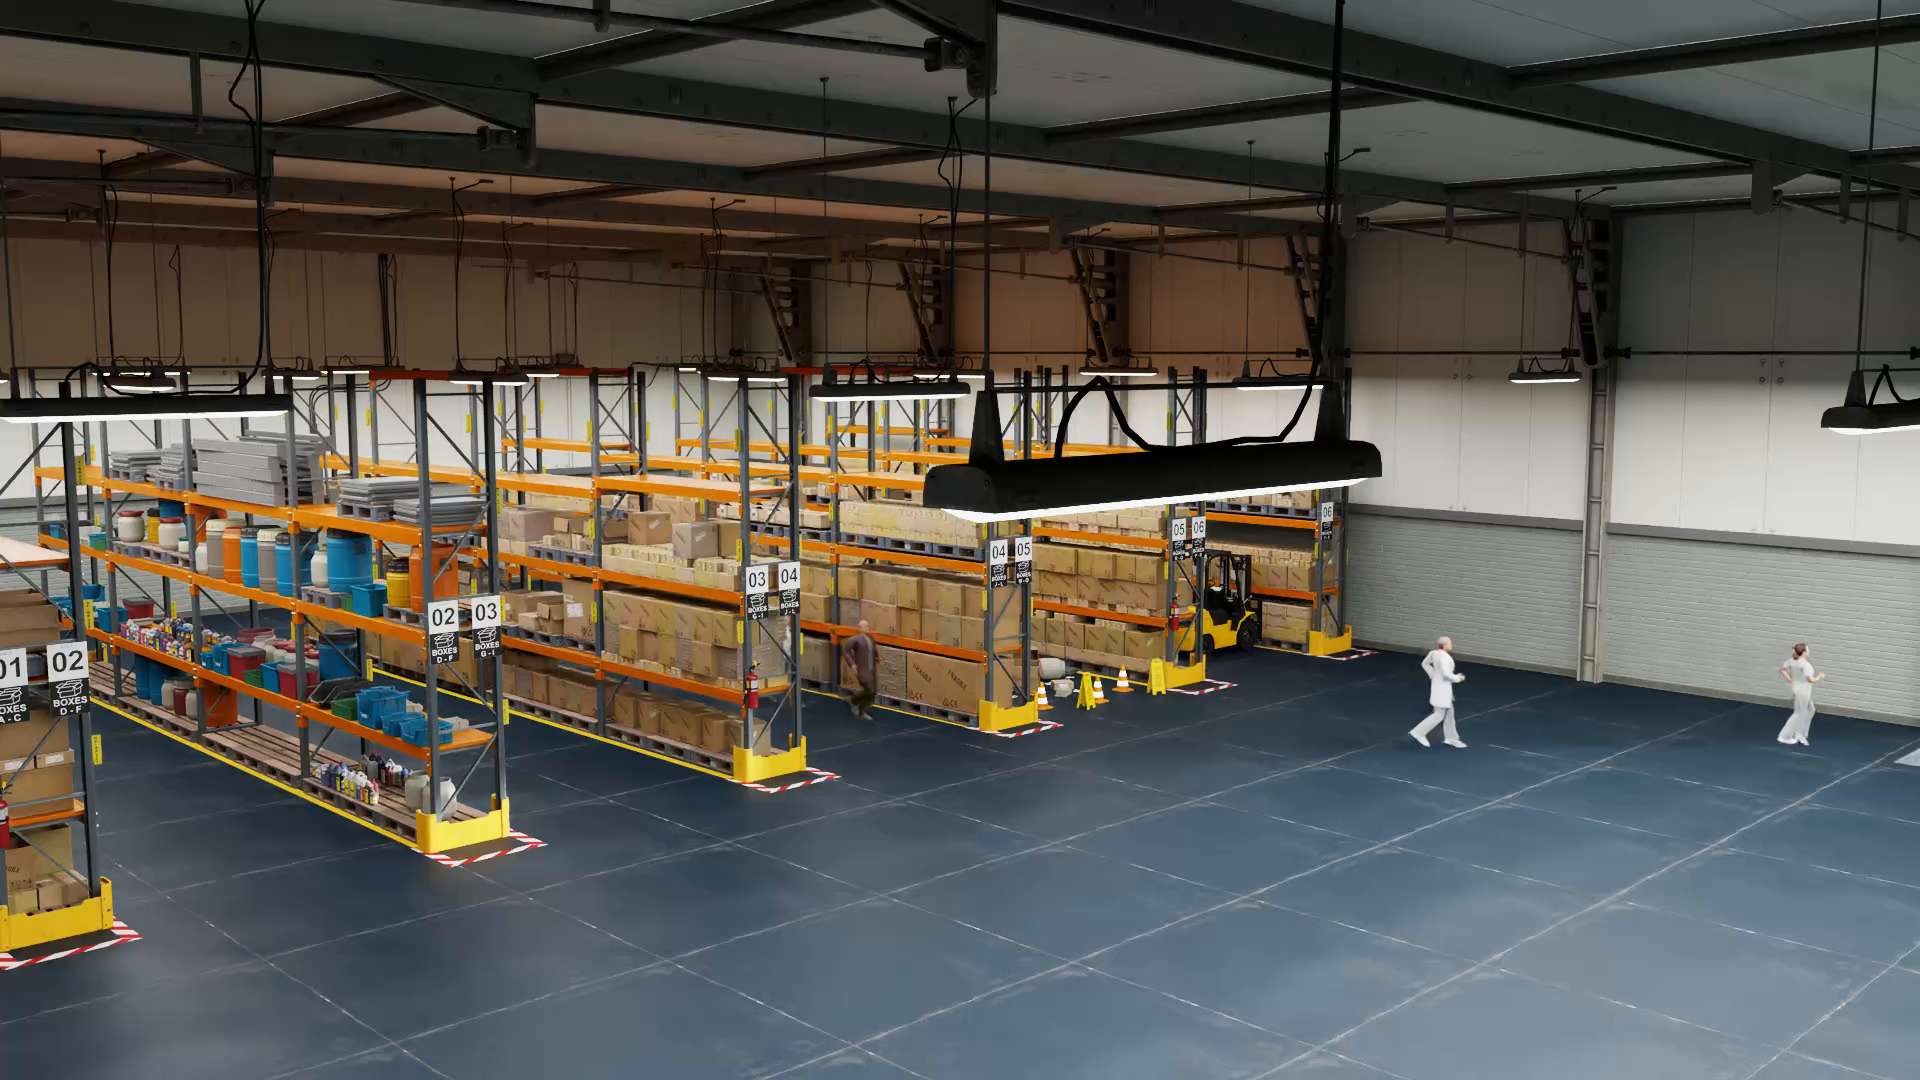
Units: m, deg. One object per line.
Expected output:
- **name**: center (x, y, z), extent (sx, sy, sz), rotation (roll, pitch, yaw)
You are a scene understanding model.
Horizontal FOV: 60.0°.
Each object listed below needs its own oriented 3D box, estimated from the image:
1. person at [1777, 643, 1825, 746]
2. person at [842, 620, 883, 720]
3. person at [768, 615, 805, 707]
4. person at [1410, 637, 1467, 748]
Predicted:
- **person**: center (13.510, 2.492, 26.717), extent (0.691, 1.705, 0.544), rotation (0, 6, 1)
- **person**: center (-1.611, 2.282, 28.600), extent (0.627, 1.665, 0.702), rotation (5, 8, 39)
- **person**: center (-3.129, 2.109, 29.712), extent (0.878, 1.689, 0.616), rotation (5, 8, 37)
- **person**: center (7.679, 2.442, 26.619), extent (0.947, 1.807, 0.732), rotation (0, 6, 1)
